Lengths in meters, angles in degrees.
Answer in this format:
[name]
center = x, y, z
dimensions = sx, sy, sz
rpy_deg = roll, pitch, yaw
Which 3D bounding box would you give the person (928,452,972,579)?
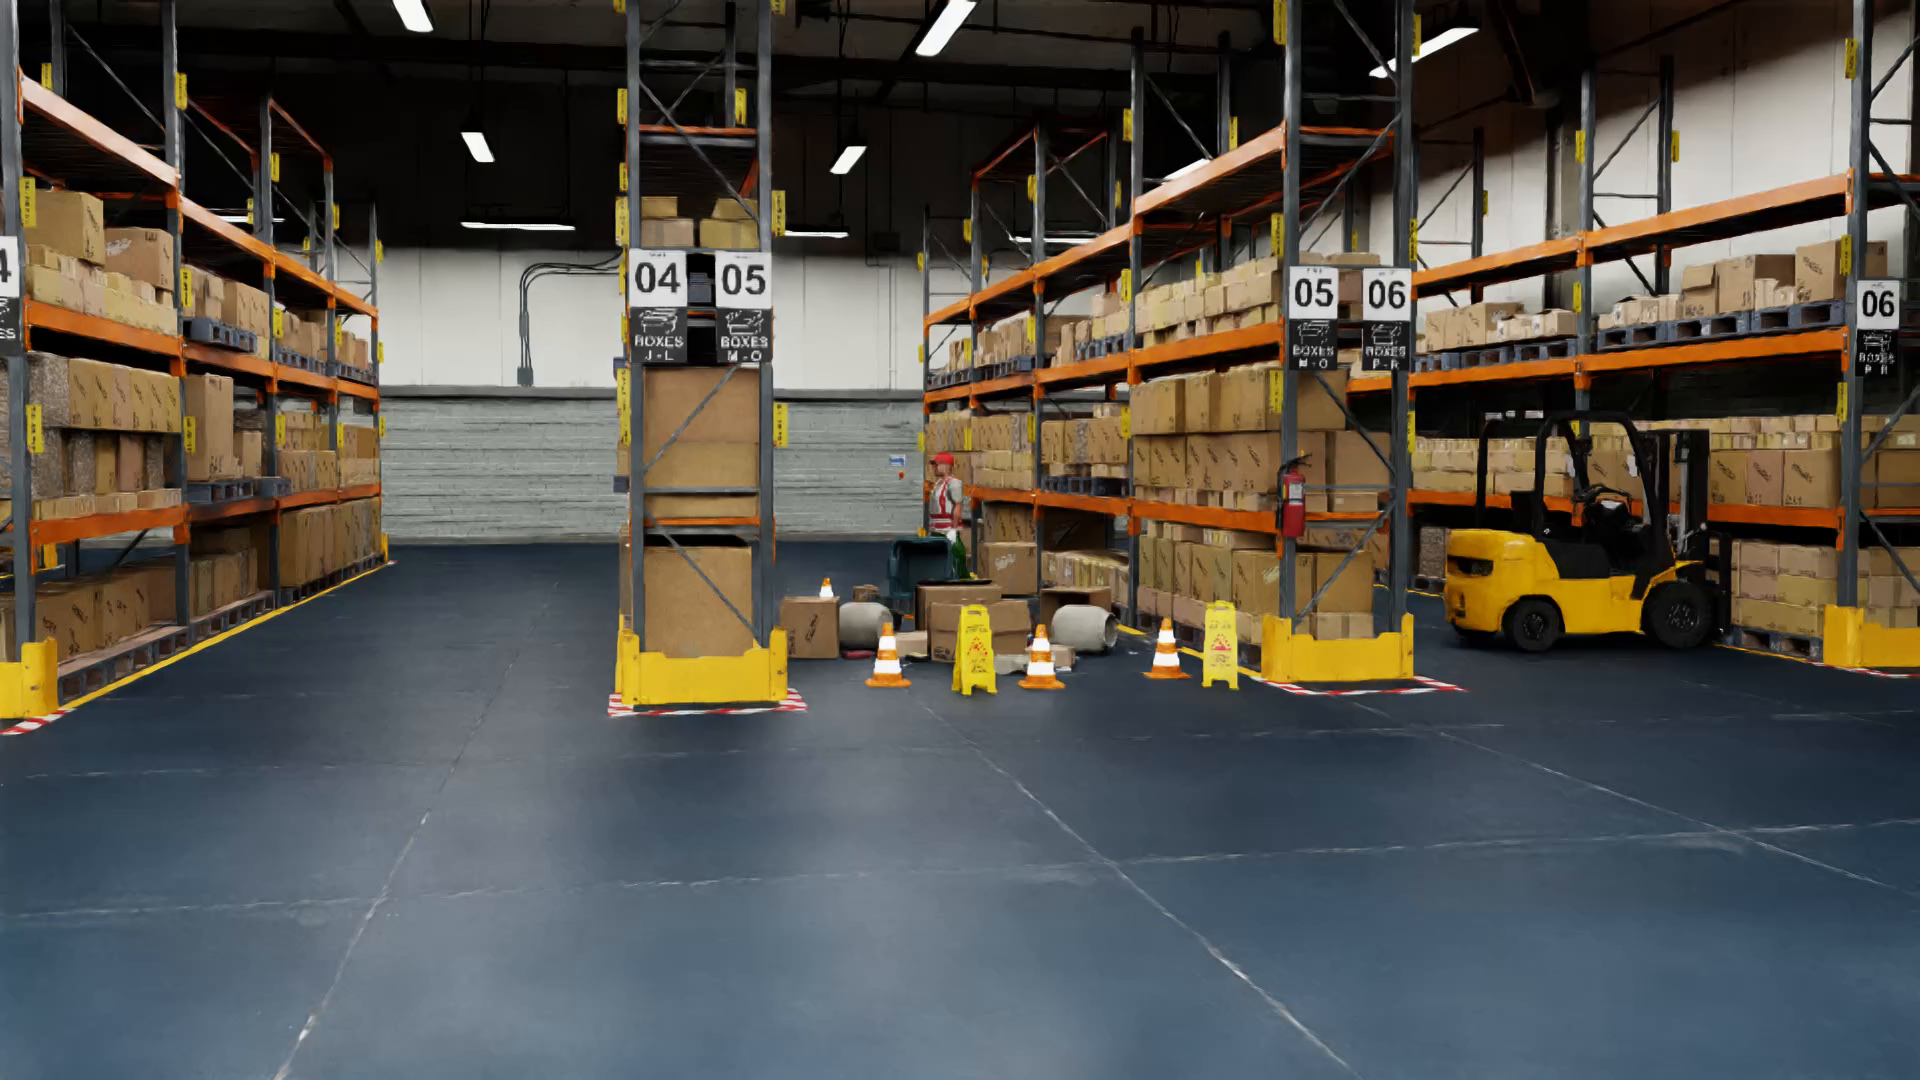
[person]
center = -0.188, -0.075, 18.278
dimensions = 0.680, 1.783, 0.741
rpy_deg = -2, 3, -32
